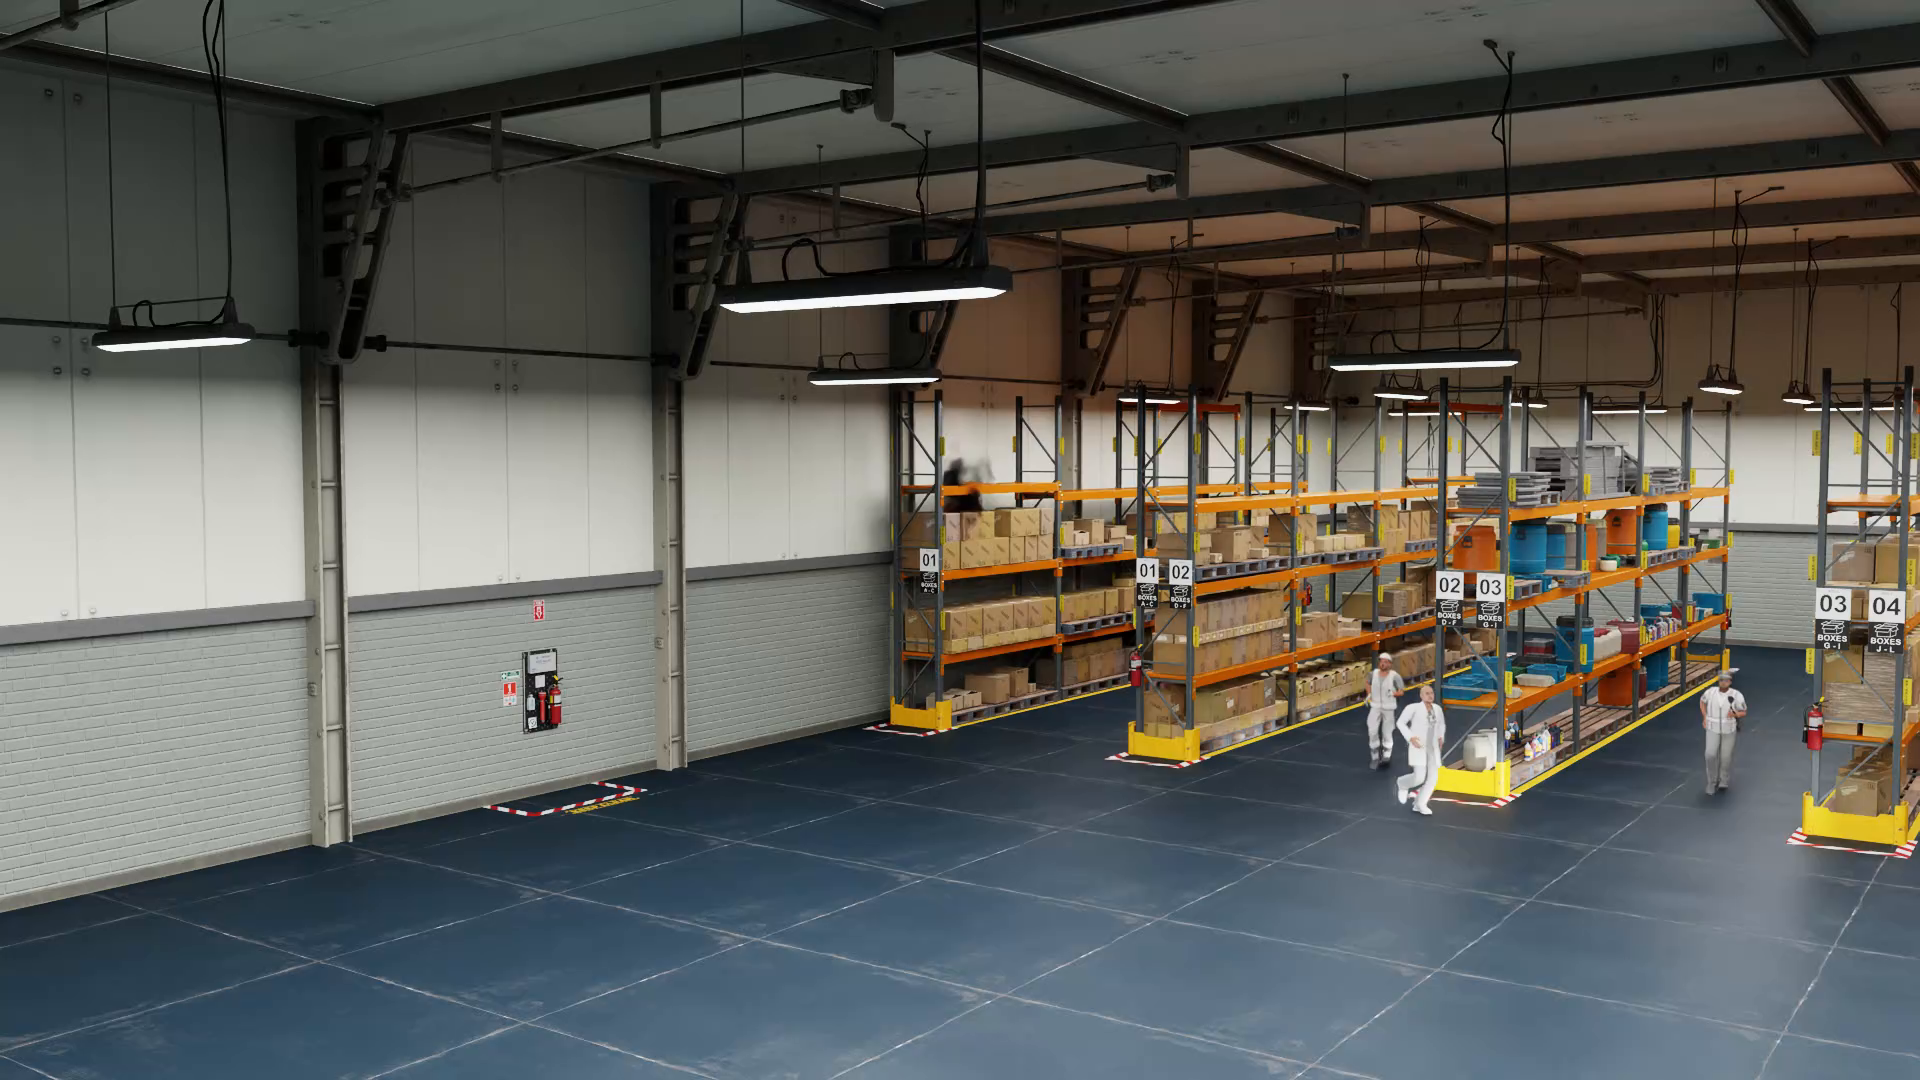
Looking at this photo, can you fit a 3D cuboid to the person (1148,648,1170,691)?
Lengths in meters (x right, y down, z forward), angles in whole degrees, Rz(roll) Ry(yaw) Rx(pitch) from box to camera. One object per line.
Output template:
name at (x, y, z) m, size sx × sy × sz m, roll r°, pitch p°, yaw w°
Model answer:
person at (3.674, 2.473, 30.176) m, size 0.557 × 1.724 × 0.738 m, roll 2°, pitch 4°, yaw 29°

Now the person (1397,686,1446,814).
person at (6.350, 2.855, 22.799) m, size 0.737 × 1.732 × 0.645 m, roll -1°, pitch 3°, yaw -15°

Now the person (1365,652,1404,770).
person at (6.574, 2.660, 25.833) m, size 0.627 × 1.835 × 0.765 m, roll 1°, pitch 3°, yaw 23°

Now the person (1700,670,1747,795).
person at (11.004, 2.781, 24.012) m, size 0.635 × 1.838 × 0.773 m, roll 2°, pitch 4°, yaw 27°
